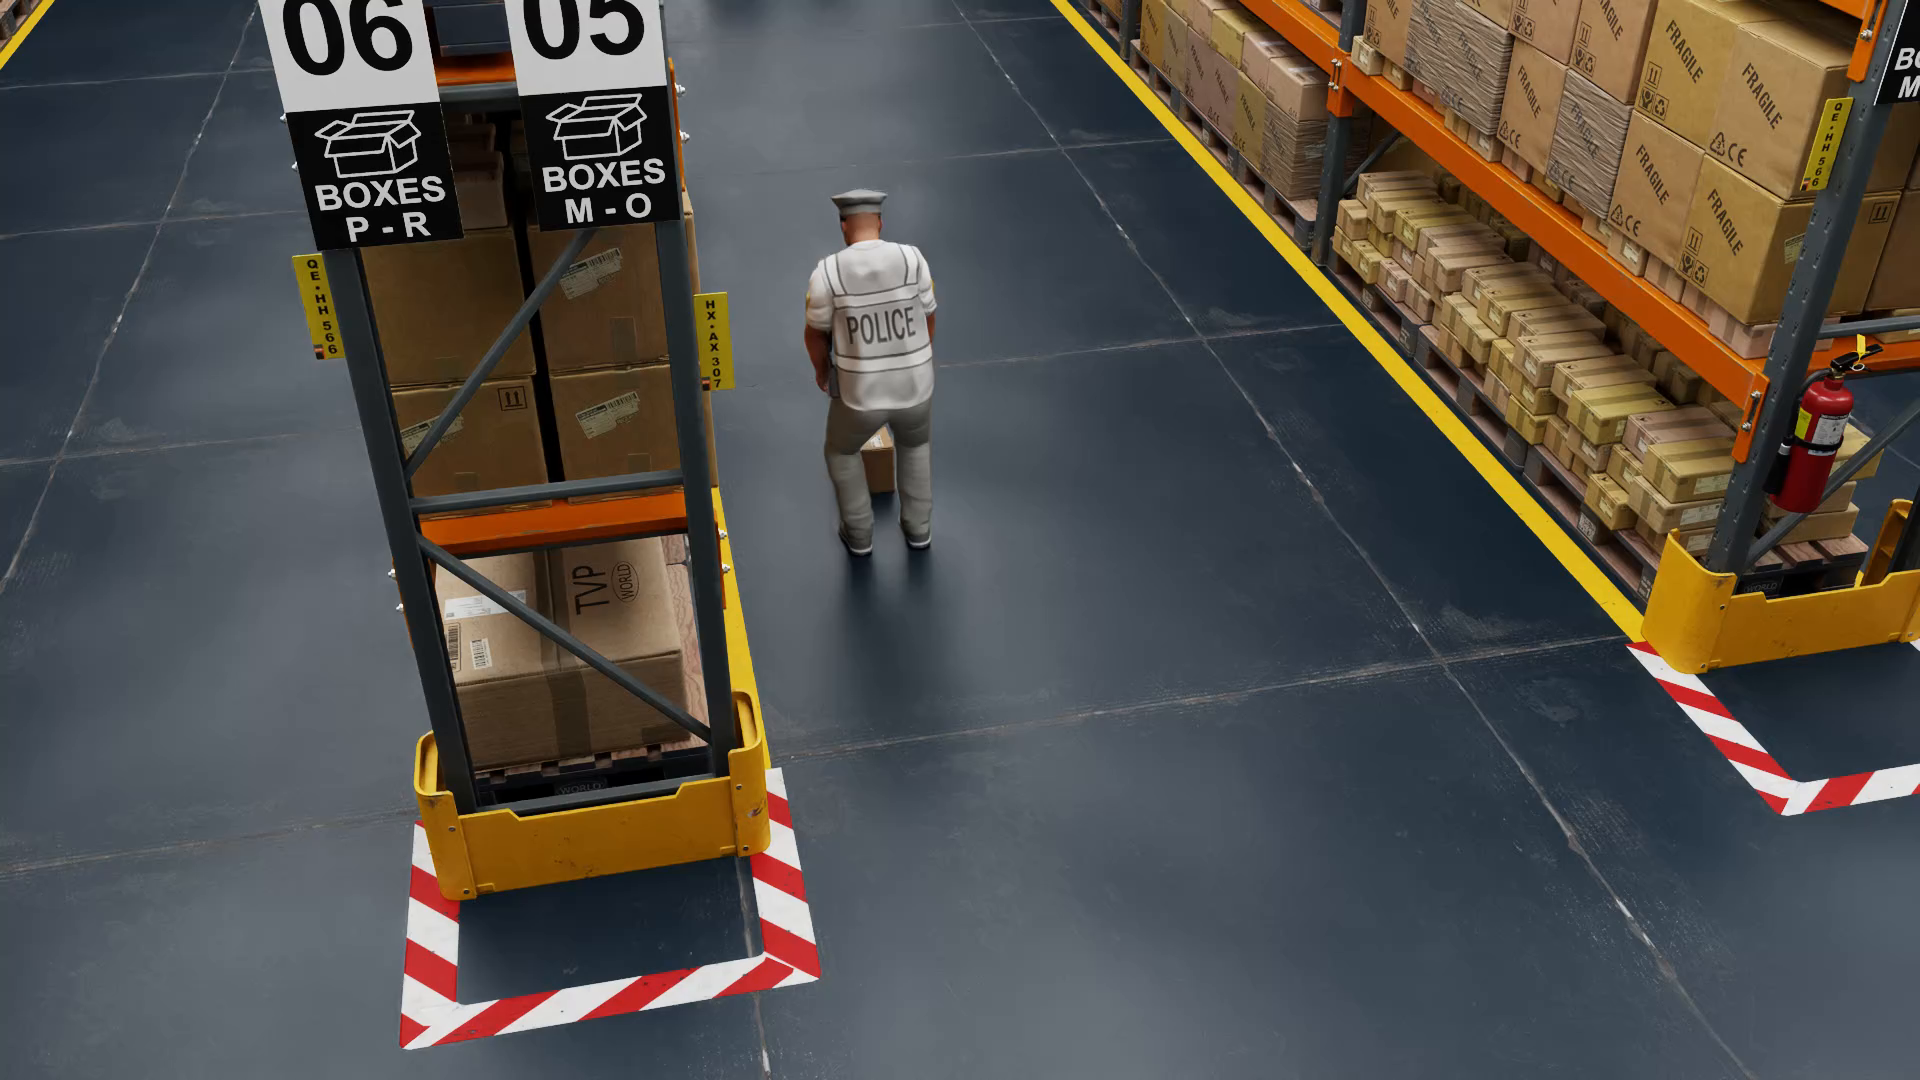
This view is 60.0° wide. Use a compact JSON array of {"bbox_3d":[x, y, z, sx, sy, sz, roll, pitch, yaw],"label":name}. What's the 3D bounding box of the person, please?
[{"bbox_3d":[-0.382,-0.699,7.271,0.571,1.650,0.584,-6,35,-9],"label":"person"}]
